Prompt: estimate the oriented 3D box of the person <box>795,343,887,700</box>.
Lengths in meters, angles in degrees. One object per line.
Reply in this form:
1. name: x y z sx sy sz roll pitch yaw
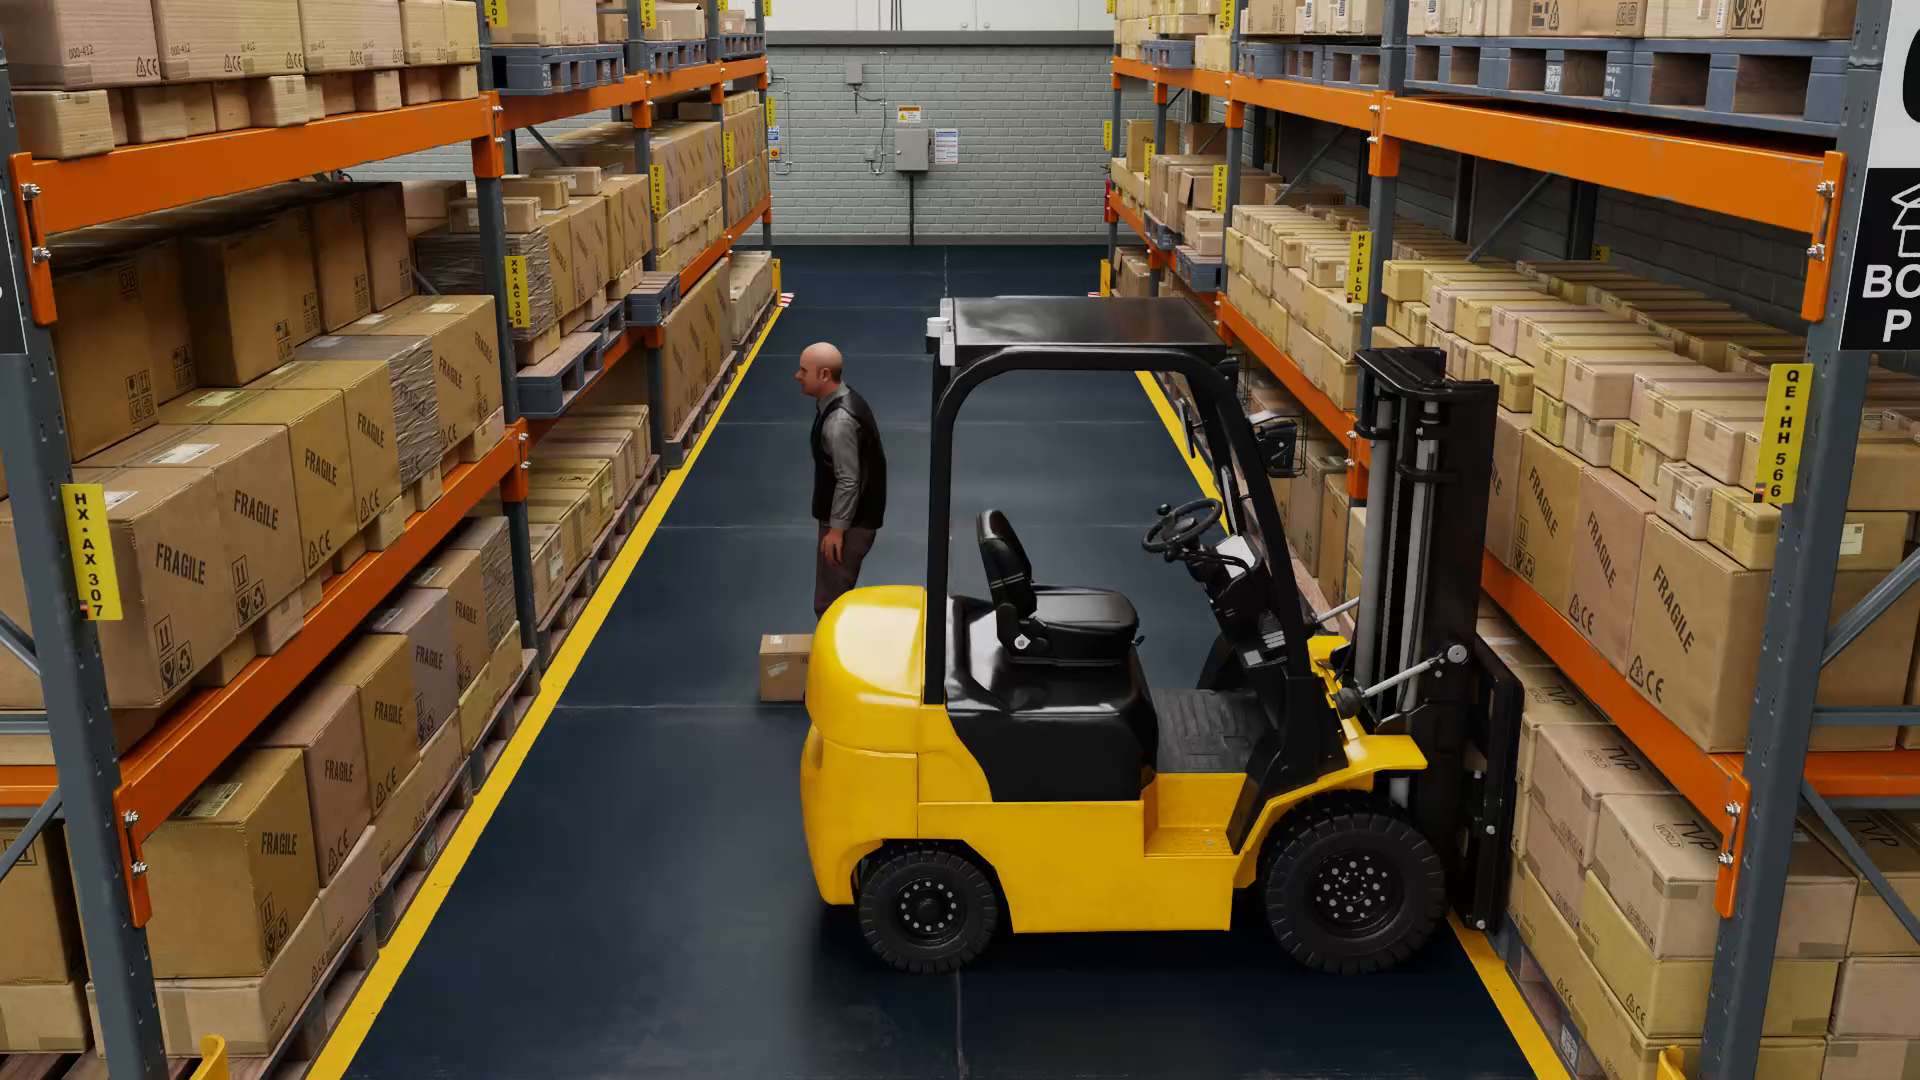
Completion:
1. person: -0.555 -0.086 7.866 0.421 1.720 0.593 -1 17 -4
